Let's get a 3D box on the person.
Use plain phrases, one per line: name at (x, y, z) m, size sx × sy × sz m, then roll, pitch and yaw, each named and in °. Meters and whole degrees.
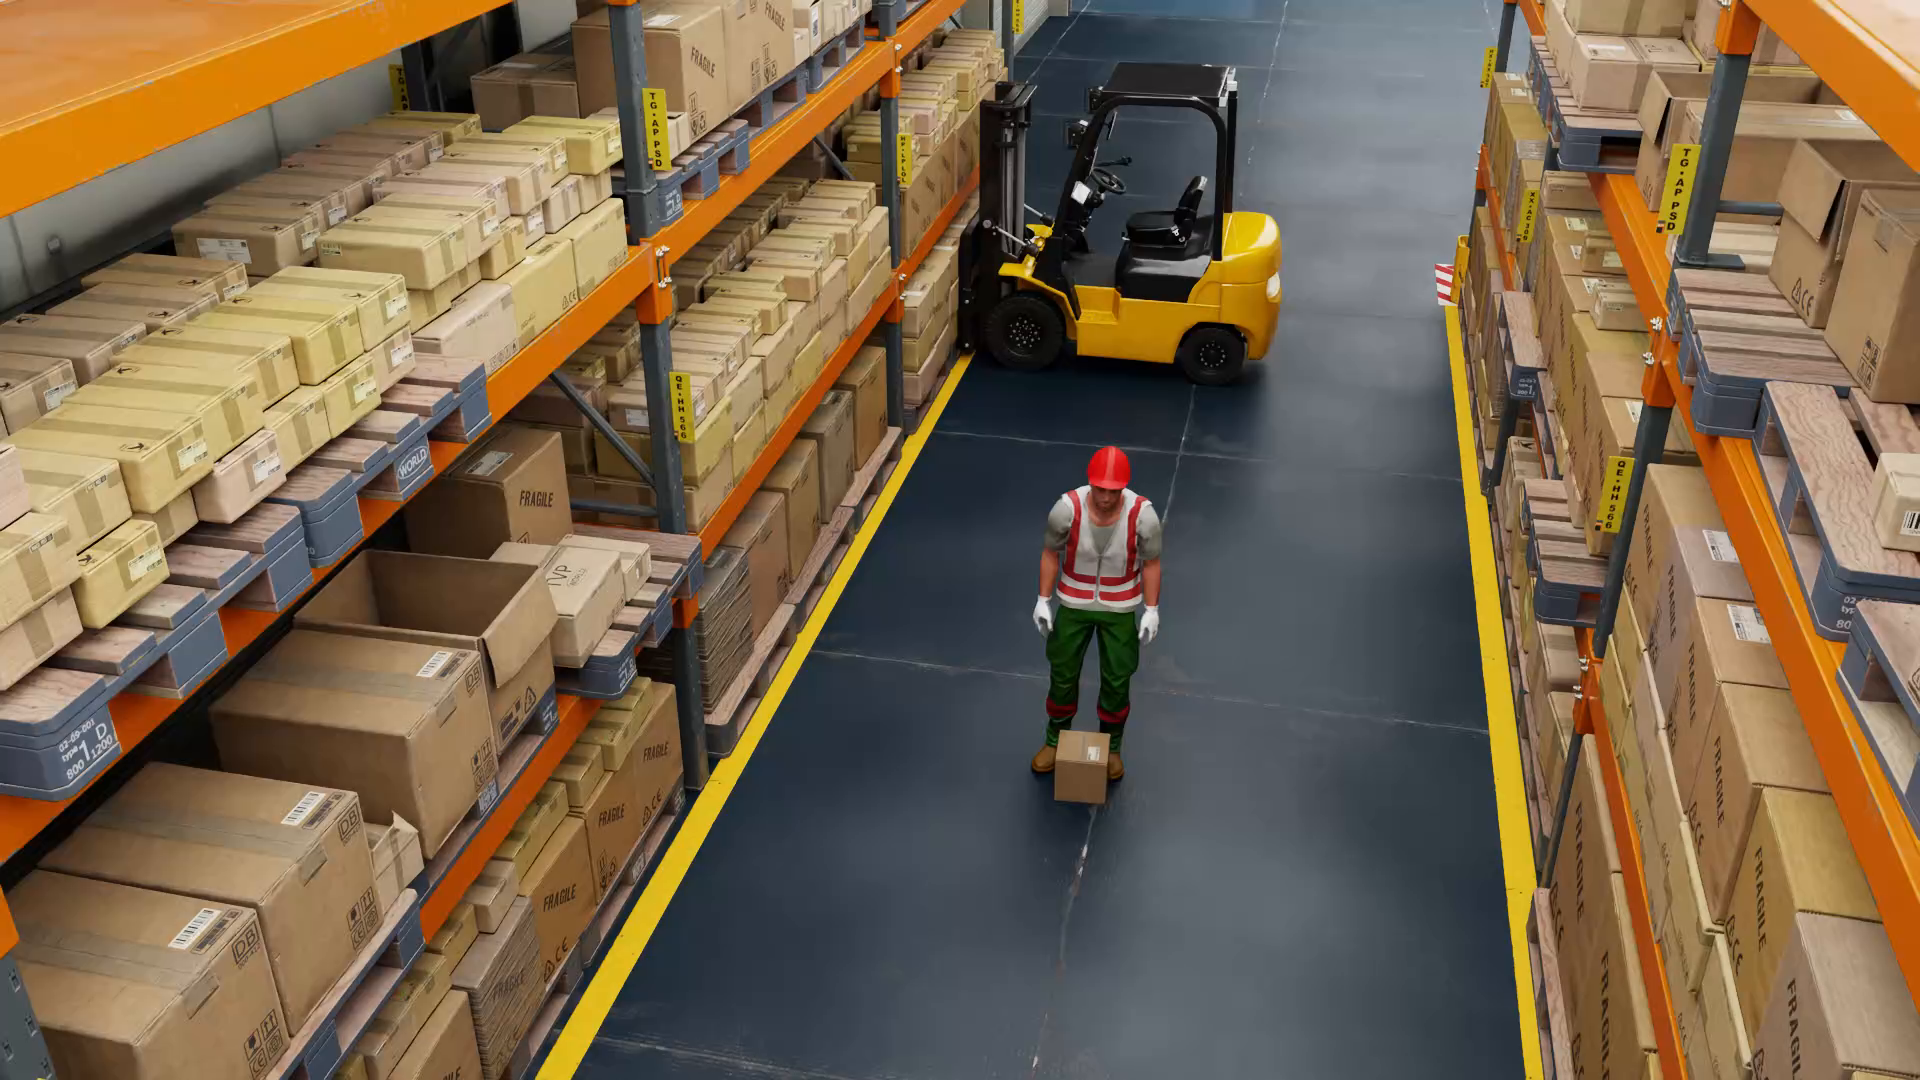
person at (0.659, 0.339, 7.985) m, size 0.613 × 1.778 × 0.452 m, roll 4°, pitch 29°, yaw 8°
